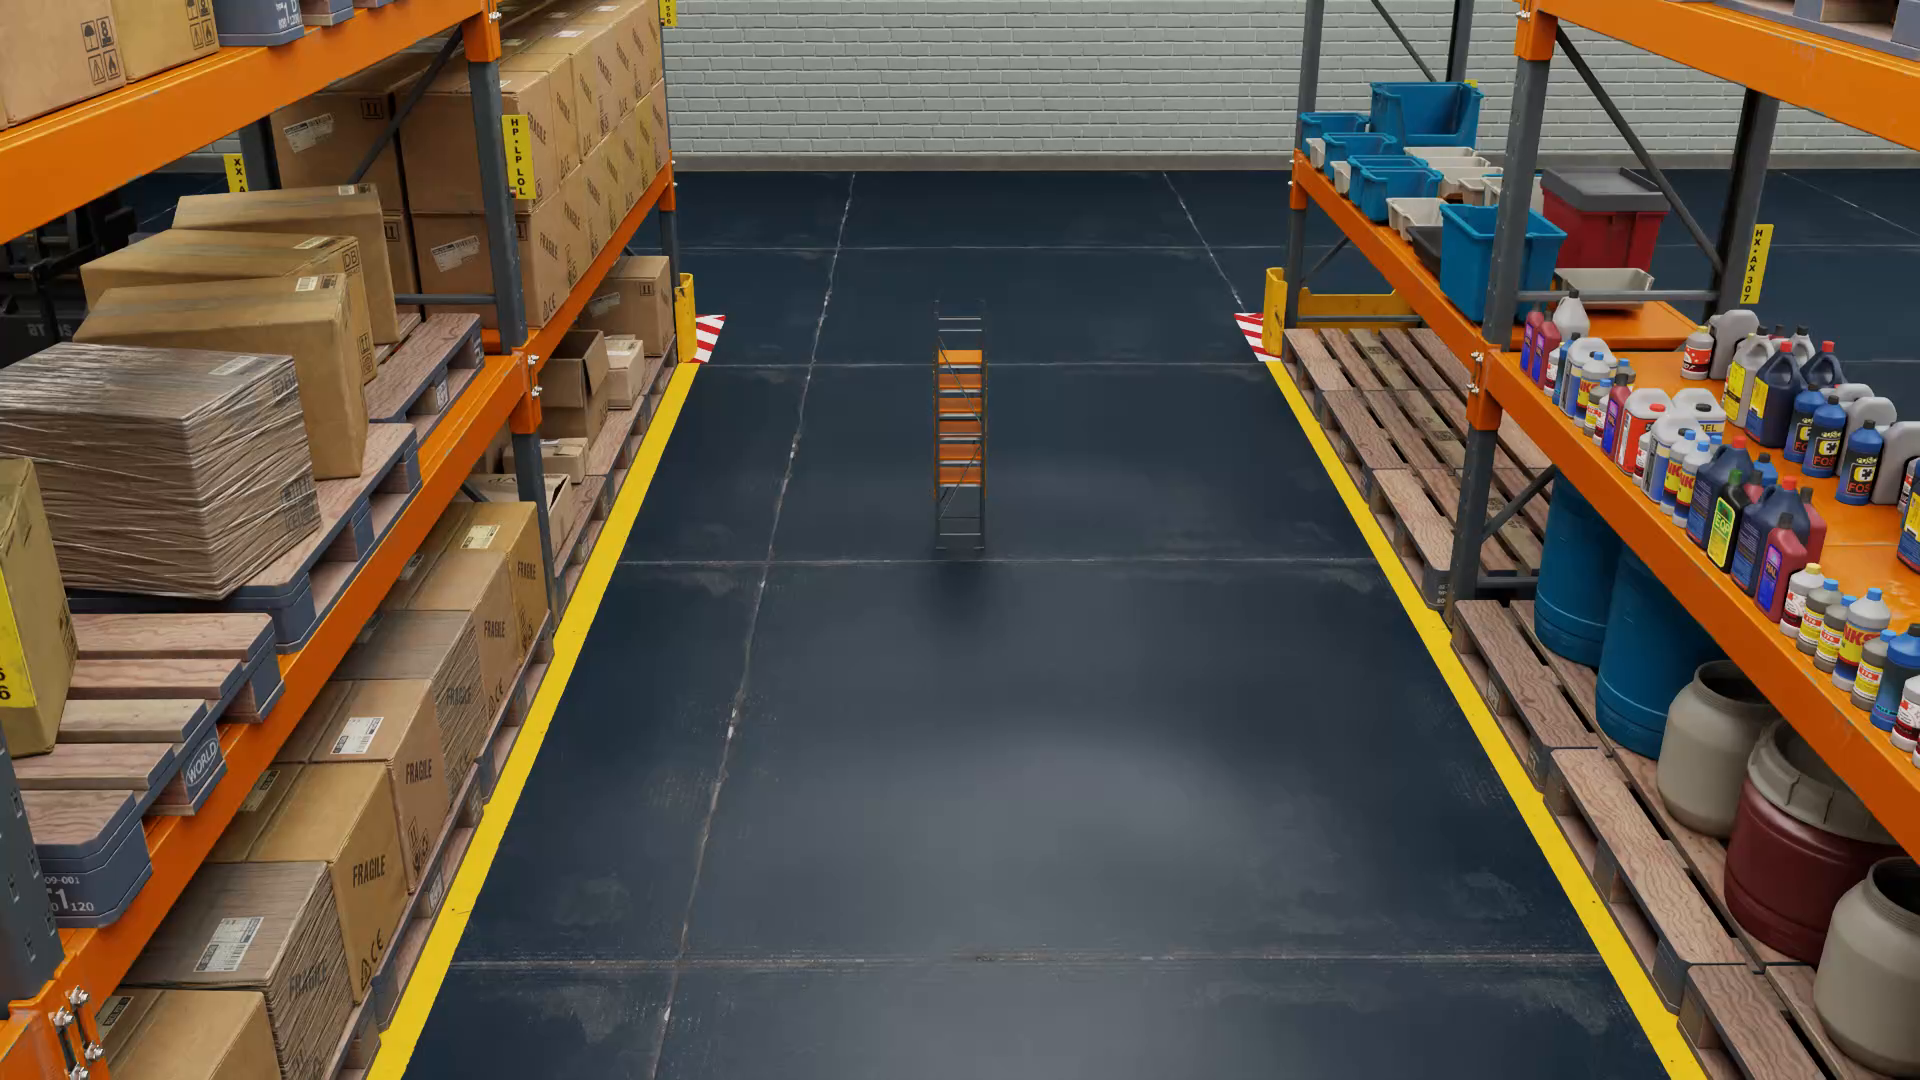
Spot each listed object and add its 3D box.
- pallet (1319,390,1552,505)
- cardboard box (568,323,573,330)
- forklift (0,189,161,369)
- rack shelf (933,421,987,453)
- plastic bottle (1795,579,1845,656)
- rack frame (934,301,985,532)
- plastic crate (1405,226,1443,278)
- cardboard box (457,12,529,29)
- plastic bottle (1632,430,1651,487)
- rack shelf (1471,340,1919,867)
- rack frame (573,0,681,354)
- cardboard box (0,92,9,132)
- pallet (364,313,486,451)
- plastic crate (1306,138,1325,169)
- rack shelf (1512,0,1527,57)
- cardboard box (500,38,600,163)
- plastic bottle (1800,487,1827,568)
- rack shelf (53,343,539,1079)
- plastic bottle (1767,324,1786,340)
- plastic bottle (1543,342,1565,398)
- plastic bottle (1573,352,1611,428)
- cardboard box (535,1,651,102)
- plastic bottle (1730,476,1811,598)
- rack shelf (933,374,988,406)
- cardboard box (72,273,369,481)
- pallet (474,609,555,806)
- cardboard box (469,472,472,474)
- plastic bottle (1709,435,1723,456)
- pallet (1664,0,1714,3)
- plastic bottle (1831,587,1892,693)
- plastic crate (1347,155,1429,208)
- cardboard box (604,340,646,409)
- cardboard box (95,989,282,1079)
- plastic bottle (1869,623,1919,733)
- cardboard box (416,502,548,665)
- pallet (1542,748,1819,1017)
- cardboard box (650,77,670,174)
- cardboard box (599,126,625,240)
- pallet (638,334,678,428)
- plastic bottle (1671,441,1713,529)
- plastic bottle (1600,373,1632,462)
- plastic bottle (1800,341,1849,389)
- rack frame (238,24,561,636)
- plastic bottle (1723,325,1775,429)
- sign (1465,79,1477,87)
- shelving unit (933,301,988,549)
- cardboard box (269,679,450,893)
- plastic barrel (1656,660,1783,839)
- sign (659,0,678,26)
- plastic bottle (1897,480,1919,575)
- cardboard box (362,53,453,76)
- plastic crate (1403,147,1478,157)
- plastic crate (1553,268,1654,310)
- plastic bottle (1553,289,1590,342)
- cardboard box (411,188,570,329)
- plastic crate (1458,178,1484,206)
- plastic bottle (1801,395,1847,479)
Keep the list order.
[{"bbox_3d":[2.605,-0.527,9.158,1.003,0.211,1.213,0,24,-1],"label":"pallet"},{"bbox_3d":[-2.601,-1.134,9.920,0.500,0.250,0.500,0,24,-1],"label":"cardboard box"},{"bbox_3d":[-4.819,-1.508,8.027,1.130,2.935,3.031,1,24,2],"label":"forklift"},{"bbox_3d":[0.000,-0.500,8.008,0.258,0.103,0.180,0,24,-1],"label":"rack shelf"},{"bbox_3d":[2.289,0.200,4.408,0.097,0.201,0.097,0,24,0],"label":"plastic bottle"},{"bbox_3d":[-0.001,-0.578,8.073,0.240,1.200,0.006,0,24,-1],"label":"rack frame"},{"bbox_3d":[2.387,-1.352,7.861,0.437,0.125,0.590,0,24,-1],"label":"plastic crate"},{"bbox_3d":[-2.574,-2.513,8.832,0.500,0.500,0.500,0,24,0],"label":"cardboard box"},{"bbox_3d":[2.276,-0.278,5.465,0.097,0.201,0.097,0,24,0],"label":"plastic bottle"},{"bbox_3d":[2.690,0.162,5.126,1.077,0.370,4.000,0,24,-1],"label":"rack shelf"},{"bbox_3d":[-2.329,-2.618,10.398,1.000,3.000,0.127,0,24,-1],"label":"rack frame"},{"bbox_3d":[-2.280,-0.913,2.868,0.910,0.500,0.500,0,24,-1],"label":"cardboard box"},{"bbox_3d":[-2.385,-0.552,6.064,1.003,0.211,1.213,0,24,-1],"label":"pallet"},{"bbox_3d":[2.219,-2.310,9.965,0.250,0.136,0.298,0,24,-1],"label":"plastic crate"},{"bbox_3d":[2.646,-2.853,8.152,1.077,0.370,4.000,0,24,-1],"label":"rack shelf"},{"bbox_3d":[-2.020,-2.091,7.898,0.500,0.500,0.500,-1,24,-2],"label":"cardboard box"},{"bbox_3d":[2.410,-0.001,4.755,0.061,0.283,0.133,0,24,-1],"label":"plastic bottle"},{"bbox_3d":[-2.263,0.182,5.080,1.077,0.370,4.000,0,24,-1],"label":"rack shelf"},{"bbox_3d":[3.044,-0.681,6.257,0.061,0.283,0.133,0,24,-1],"label":"plastic bottle"},{"bbox_3d":[2.266,-0.644,6.276,0.097,0.201,0.097,0,24,0],"label":"plastic bottle"},{"bbox_3d":[2.270,-0.541,5.961,0.097,0.271,0.097,0,24,0],"label":"plastic bottle"},{"bbox_3d":[-2.043,-2.729,9.308,0.500,0.500,0.500,0,24,1],"label":"cardboard box"},{"bbox_3d":[2.308,-0.021,4.716,0.144,0.351,0.185,0,24,-1],"label":"plastic bottle"},{"bbox_3d":[0.000,-0.719,7.909,0.258,0.103,0.180,0,24,-1],"label":"rack shelf"},{"bbox_3d":[-2.204,-0.479,5.038,0.700,0.500,0.500,-6,25,-14],"label":"cardboard box"},{"bbox_3d":[-2.238,0.636,6.588,1.003,0.211,1.213,0,24,-1],"label":"pallet"},{"bbox_3d":[-2.575,-0.265,7.694,0.500,0.500,0.500,0,24,-1],"label":"cardboard box"},{"bbox_3d":[2.429,-0.238,5.378,0.097,0.201,0.097,0,24,0],"label":"plastic bottle"},{"bbox_3d":[2.774,-1.948,5.507,1.213,0.211,1.003,0,24,-1],"label":"pallet"},{"bbox_3d":[2.291,0.249,4.216,0.097,0.271,0.097,0,24,0],"label":"plastic bottle"},{"bbox_3d":[2.312,-1.944,9.038,0.416,0.233,0.300,0,24,-1],"label":"plastic crate"},{"bbox_3d":[-2.096,-0.951,9.515,0.500,0.250,0.500,0,24,-1],"label":"cardboard box"},{"bbox_3d":[-1.961,1.428,3.951,0.500,0.500,0.500,1,24,2],"label":"cardboard box"},{"bbox_3d":[2.293,0.329,4.039,0.097,0.271,0.097,0,24,0],"label":"plastic bottle"},{"bbox_3d":[-1.993,0.171,6.731,0.500,0.500,0.500,0,24,-1],"label":"cardboard box"},{"bbox_3d":[2.651,1.102,5.556,1.003,0.211,1.213,0,24,-1],"label":"pallet"},{"bbox_3d":[-2.052,-2.480,9.972,0.500,0.500,0.500,0,24,1],"label":"cardboard box"},{"bbox_3d":[-2.037,-1.853,8.586,0.500,0.500,0.500,-1,24,-1],"label":"cardboard box"},{"bbox_3d":[-2.318,-0.987,10.177,1.003,0.211,1.213,0,24,-1],"label":"pallet"},{"bbox_3d":[2.280,-0.174,5.151,0.097,0.271,0.097,0,24,0],"label":"plastic bottle"},{"bbox_3d":[2.255,-0.418,5.676,0.061,0.283,0.133,0,24,-1],"label":"plastic bottle"},{"bbox_3d":[3.007,-0.514,5.807,0.144,0.351,0.185,0,24,-1],"label":"plastic bottle"},{"bbox_3d":[-2.285,-0.970,6.754,1.000,3.000,0.127,0,24,-1],"label":"rack frame"},{"bbox_3d":[2.861,-0.590,5.974,0.144,0.351,0.185,0,24,-1],"label":"plastic bottle"},{"bbox_3d":[3.174,-2.722,10.431,0.100,0.325,0.005,0,24,-1],"label":"sign"},{"bbox_3d":[0.000,-0.541,7.990,0.258,1.200,0.189,0,24,-1],"label":"shelving unit"},{"bbox_3d":[-1.983,0.791,5.361,0.500,0.500,0.500,-1,24,-2],"label":"cardboard box"},{"bbox_3d":[2.581,0.701,5.569,0.421,0.512,0.421,0,24,0],"label":"plastic barrel"},{"bbox_3d":[-1.774,-3.284,10.082,0.100,0.325,0.005,0,24,-1],"label":"sign"},{"bbox_3d":[2.867,-0.080,4.848,0.144,0.351,0.185,0,24,-1],"label":"plastic bottle"},{"bbox_3d":[-2.558,-1.889,7.452,0.500,0.500,0.500,-1,24,-2],"label":"cardboard box"},{"bbox_3d":[2.814,-2.211,9.745,0.396,0.136,0.243,0,24,-1],"label":"plastic crate"},{"bbox_3d":[2.806,-1.090,7.267,0.396,0.136,0.243,0,24,-1],"label":"plastic crate"},{"bbox_3d":[2.348,-0.805,6.449,0.144,0.351,0.185,0,24,-1],"label":"plastic bottle"},{"bbox_3d":[-2.018,-1.226,7.200,0.500,0.500,0.500,0,24,1],"label":"cardboard box"},{"bbox_3d":[2.852,-1.854,8.958,0.298,0.136,0.250,0,24,-1],"label":"plastic crate"},{"bbox_3d":[2.882,-0.349,5.537,0.097,0.271,0.097,0,24,0],"label":"plastic bottle"}]
